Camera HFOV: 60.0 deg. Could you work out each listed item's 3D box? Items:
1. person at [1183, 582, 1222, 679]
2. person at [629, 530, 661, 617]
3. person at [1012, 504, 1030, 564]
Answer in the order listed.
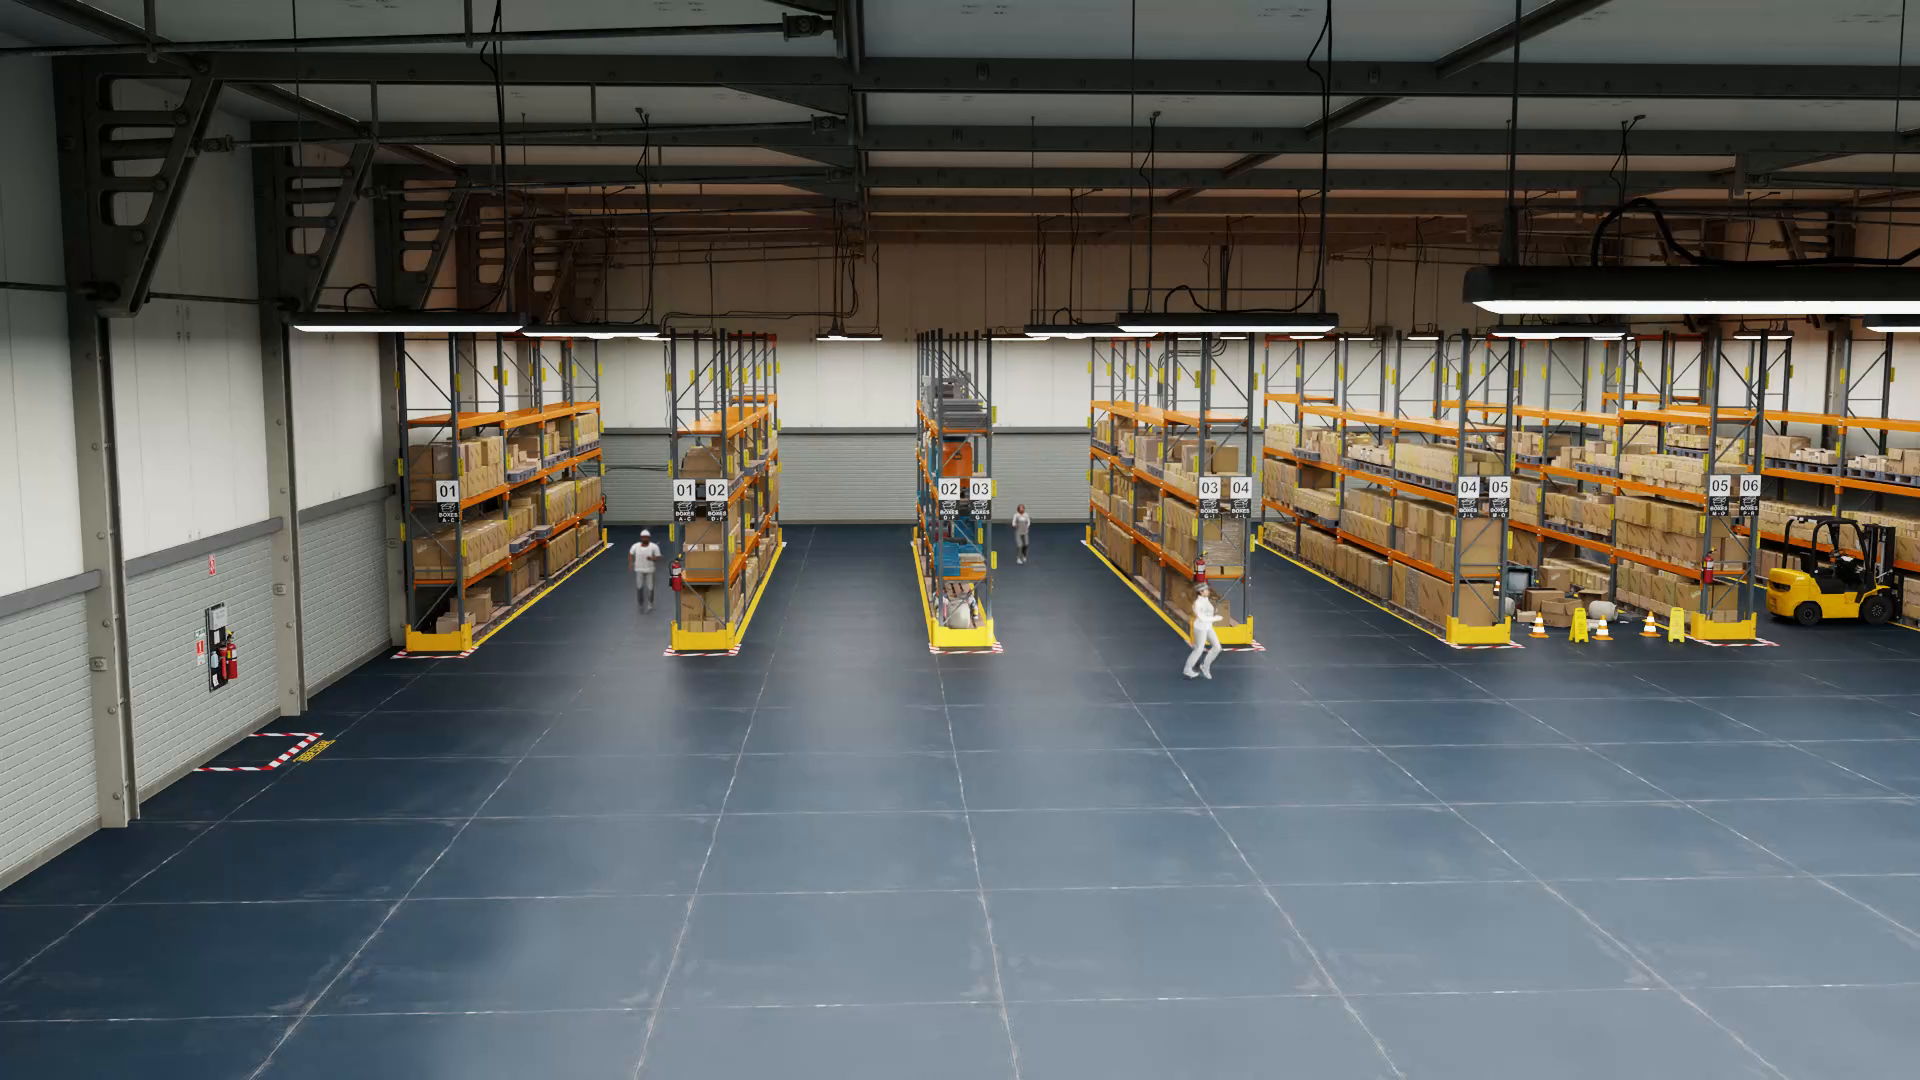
[{"bbox_3d":[4.147,1.545,28.387,0.673,1.703,0.570,3,8,27],"label":"person"},{"bbox_3d":[-6.668,0.698,35.233,0.674,1.825,0.782,-1,7,-7],"label":"person"},{"bbox_3d":[1.608,-0.134,43.133,0.500,1.550,0.650,-1,7,-9],"label":"person"}]
